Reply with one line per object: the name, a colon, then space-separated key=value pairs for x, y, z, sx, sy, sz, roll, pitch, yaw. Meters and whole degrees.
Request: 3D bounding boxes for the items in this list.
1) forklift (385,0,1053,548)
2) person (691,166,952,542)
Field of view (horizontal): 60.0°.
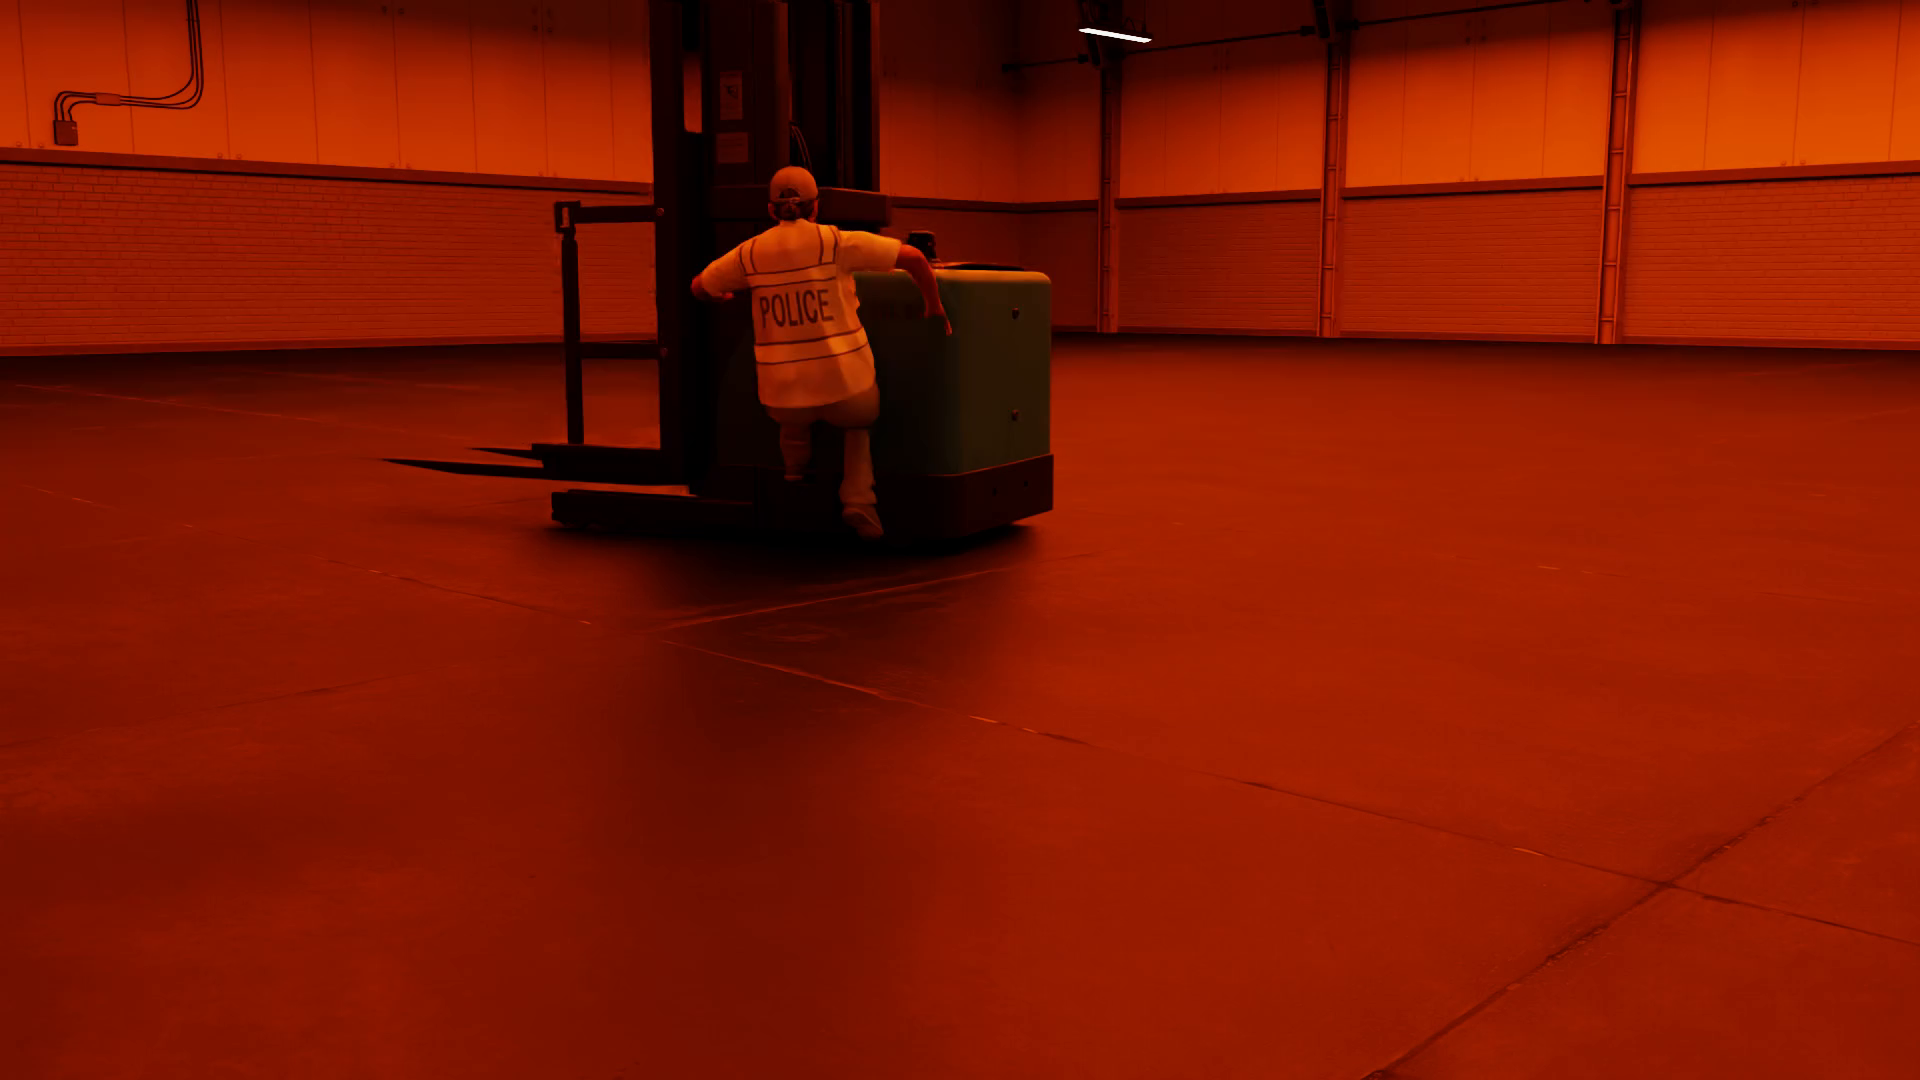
forklift: x=-1.158 y=-1.547 z=7.147 sx=3.031 sy=2.935 sz=1.130 roll=4 pitch=10 yaw=26
person: x=-0.512 y=-0.675 z=6.264 sx=0.973 sy=1.409 sz=0.822 roll=0 pitch=9 yaw=0
